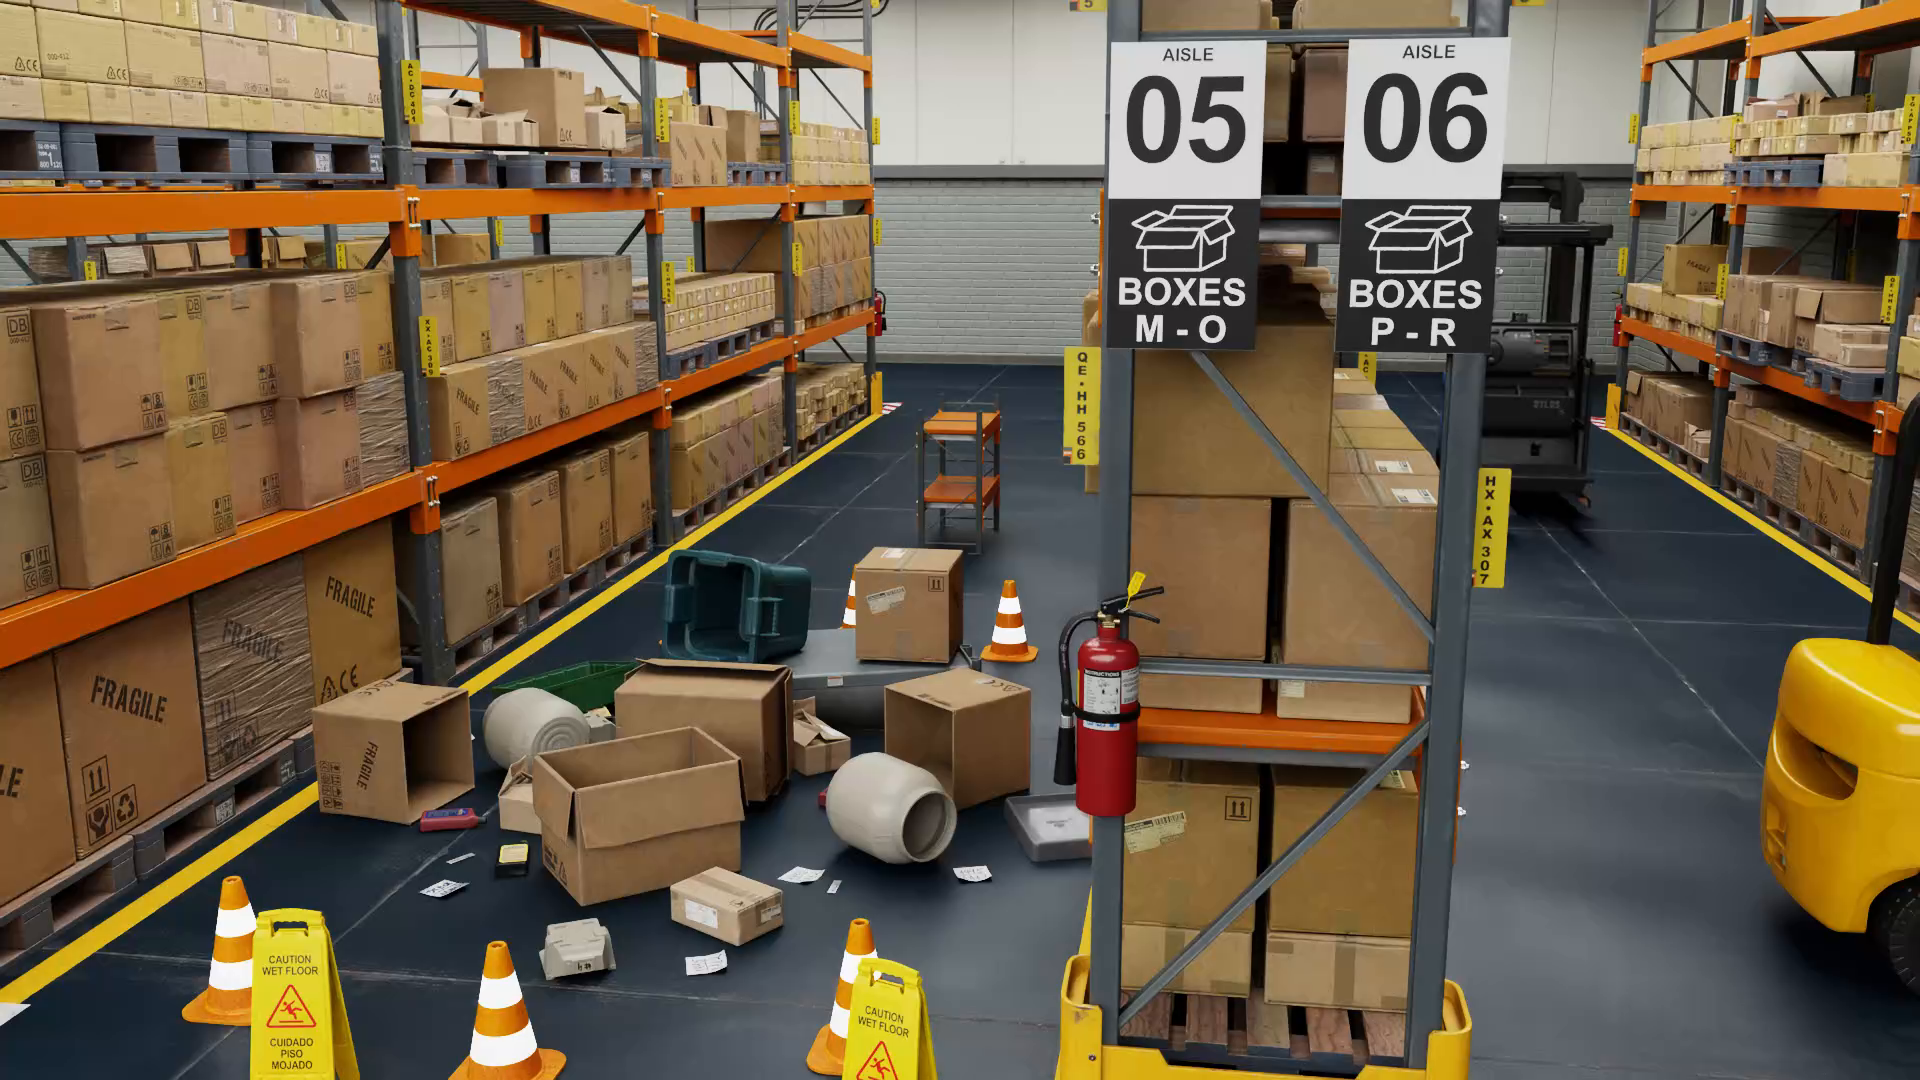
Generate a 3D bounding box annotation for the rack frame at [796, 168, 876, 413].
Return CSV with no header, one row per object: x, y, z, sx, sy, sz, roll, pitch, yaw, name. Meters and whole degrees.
-1.564,-3.096,20.739,1.000,3.000,0.127,2,12,9,rack frame

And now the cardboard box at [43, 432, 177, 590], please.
-3.739,-0.145,6.690,0.875,0.550,0.550,2,12,9,cardboard box

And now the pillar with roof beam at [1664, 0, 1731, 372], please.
5.299,-6.401,21.833,9.100,9.000,0.400,2,12,9,pillar with roof beam

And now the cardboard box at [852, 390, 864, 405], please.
-1.378,-1.734,20.191,0.380,0.149,0.250,2,12,10,cardboard box

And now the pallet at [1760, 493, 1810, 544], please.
7.360,-0.175,13.806,1.003,0.211,1.213,2,12,9,pallet

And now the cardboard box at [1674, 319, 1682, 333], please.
7.687,-2.236,17.346,0.380,0.149,0.250,2,12,9,cardboard box

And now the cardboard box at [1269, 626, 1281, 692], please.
1.163,0.380,5.207,0.380,0.149,0.250,2,12,9,cardboard box

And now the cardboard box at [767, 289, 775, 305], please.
-2.045,-2.402,16.412,0.380,0.149,0.250,2,12,10,cardboard box

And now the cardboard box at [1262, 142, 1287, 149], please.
0.786,-1.384,5.324,0.500,0.250,0.500,2,12,8,cardboard box

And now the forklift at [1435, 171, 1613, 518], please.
4.959,-1.722,14.528,1.130,2.935,3.031,2,12,8,forklift

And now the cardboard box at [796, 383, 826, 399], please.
-1.693,-1.646,18.368,0.380,0.149,0.250,2,12,10,cardboard box

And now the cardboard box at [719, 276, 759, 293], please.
-2.130,-2.437,15.868,0.380,0.149,0.250,1,12,7,cardboard box

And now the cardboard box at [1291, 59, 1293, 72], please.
1.519,-1.901,6.780,0.380,0.149,0.250,2,12,8,cardboard box

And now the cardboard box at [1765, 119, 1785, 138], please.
7.088,-3.495,14.128,0.380,0.149,0.250,2,12,8,cardboard box

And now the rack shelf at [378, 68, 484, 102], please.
-6.757,-5.247,19.136,1.077,0.370,4.000,2,12,9,rack shelf

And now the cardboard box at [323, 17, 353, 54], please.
-3.190,-2.446,8.074,0.380,0.149,0.250,2,12,8,cardboard box

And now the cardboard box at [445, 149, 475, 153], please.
-6.476,-4.937,20.690,0.700,0.500,0.500,1,12,5,cardboard box

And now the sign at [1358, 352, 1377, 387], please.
2.034,-0.866,8.336,0.100,0.325,0.005,2,12,9,sign

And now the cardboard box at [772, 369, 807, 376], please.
-2.026,-1.936,19.717,0.380,0.149,0.250,1,12,6,cardboard box

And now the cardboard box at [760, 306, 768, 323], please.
-2.084,-2.202,16.193,0.380,0.149,0.250,2,12,9,cardboard box

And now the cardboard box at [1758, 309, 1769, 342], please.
7.040,-1.827,14.171,0.396,0.266,0.258,2,12,11,cardboard box

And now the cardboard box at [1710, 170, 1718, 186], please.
7.487,-3.498,16.082,0.380,0.149,0.250,2,12,11,cardboard box

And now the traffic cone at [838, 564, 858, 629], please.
-0.639,0.385,10.607,0.336,0.463,0.334,2,12,9,traffic cone

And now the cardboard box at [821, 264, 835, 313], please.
-1.672,-2.759,18.234,0.500,0.500,0.500,2,12,7,cardboard box

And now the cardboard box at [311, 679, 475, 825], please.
-2.634,0.979,7.757,0.500,0.500,0.500,4,13,18,cardboard box

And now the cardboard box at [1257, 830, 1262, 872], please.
1.437,1.134,6.641,0.500,0.250,0.500,3,12,12,cardboard box

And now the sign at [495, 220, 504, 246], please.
-5.915,-3.939,21.340,0.100,0.325,0.005,2,12,9,sign

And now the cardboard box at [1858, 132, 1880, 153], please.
6.954,-2.961,12.402,0.380,0.149,0.250,2,12,9,cardboard box

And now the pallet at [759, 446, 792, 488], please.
-2.297,-0.738,16.416,1.003,0.211,1.213,2,12,9,pallet

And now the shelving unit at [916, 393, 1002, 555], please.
0.001,-0.551,13.381,0.538,1.125,1.048,2,12,9,shelving unit

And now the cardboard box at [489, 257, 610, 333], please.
-2.950,-1.770,11.974,0.700,0.500,0.500,2,12,8,cardboard box

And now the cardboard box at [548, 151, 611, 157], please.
-2.958,-3.073,13.274,0.500,0.500,0.500,2,12,9,cardboard box

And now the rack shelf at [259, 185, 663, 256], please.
-3.102,-2.129,10.839,1.077,0.370,4.000,2,12,9,rack shelf

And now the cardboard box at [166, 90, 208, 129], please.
-3.384,-1.792,6.929,0.380,0.149,0.250,2,12,8,cardboard box

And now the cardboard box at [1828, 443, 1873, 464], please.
6.939,-0.654,12.804,0.380,0.149,0.250,1,12,7,cardboard box

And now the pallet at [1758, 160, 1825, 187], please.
7.307,-2.989,13.568,1.213,0.211,1.003,2,12,9,pallet

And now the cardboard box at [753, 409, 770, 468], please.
-2.123,-0.978,15.846,0.500,0.500,0.500,2,12,7,cardboard box

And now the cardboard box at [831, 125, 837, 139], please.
-1.583,-4.530,18.495,0.380,0.149,0.250,2,12,7,cardboard box

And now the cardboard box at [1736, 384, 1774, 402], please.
7.374,-1.342,15.289,0.380,0.149,0.250,2,12,8,cardboard box

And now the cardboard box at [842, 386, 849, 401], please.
-1.508,-1.717,19.406,0.380,0.149,0.250,2,12,9,cardboard box

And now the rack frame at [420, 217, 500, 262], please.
-6.449,-3.278,21.582,1.000,3.000,0.127,2,12,9,rack frame

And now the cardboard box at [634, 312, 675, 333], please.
-2.522,-1.752,13.399,0.380,0.149,0.250,2,12,11,cardboard box

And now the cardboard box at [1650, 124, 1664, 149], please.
7.835,-4.390,18.086,0.500,0.250,0.500,2,12,8,cardboard box

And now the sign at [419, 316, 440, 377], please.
-2.861,-1.042,8.966,0.100,0.325,0.005,2,12,9,sign

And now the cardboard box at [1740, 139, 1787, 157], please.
7.120,-3.459,14.668,0.380,0.149,0.250,2,12,9,cardboard box

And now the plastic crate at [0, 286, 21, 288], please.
-11.542,-2.889,19.916,0.437,0.282,0.530,2,12,9,plastic crate

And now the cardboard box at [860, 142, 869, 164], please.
-1.383,-4.629,19.903,0.500,0.250,0.500,1,12,7,cardboard box

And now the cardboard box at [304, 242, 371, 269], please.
-6.738,-2.975,18.048,0.500,0.500,0.500,2,12,9,cardboard box

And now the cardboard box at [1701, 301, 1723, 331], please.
7.470,-2.150,15.999,0.500,0.250,0.500,2,12,10,cardboard box

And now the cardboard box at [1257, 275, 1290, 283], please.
1.011,-0.848,6.990,0.700,0.500,0.500,2,12,7,cardboard box

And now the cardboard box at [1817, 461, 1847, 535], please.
6.957,-0.313,12.764,0.500,0.500,0.500,2,12,8,cardboard box

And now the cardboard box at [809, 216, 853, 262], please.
-1.538,-3.462,19.119,0.500,0.500,0.500,3,12,12,cardboard box

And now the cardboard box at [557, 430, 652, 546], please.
-2.977,-0.412,12.629,1.050,0.750,0.750,2,12,8,cardboard box
